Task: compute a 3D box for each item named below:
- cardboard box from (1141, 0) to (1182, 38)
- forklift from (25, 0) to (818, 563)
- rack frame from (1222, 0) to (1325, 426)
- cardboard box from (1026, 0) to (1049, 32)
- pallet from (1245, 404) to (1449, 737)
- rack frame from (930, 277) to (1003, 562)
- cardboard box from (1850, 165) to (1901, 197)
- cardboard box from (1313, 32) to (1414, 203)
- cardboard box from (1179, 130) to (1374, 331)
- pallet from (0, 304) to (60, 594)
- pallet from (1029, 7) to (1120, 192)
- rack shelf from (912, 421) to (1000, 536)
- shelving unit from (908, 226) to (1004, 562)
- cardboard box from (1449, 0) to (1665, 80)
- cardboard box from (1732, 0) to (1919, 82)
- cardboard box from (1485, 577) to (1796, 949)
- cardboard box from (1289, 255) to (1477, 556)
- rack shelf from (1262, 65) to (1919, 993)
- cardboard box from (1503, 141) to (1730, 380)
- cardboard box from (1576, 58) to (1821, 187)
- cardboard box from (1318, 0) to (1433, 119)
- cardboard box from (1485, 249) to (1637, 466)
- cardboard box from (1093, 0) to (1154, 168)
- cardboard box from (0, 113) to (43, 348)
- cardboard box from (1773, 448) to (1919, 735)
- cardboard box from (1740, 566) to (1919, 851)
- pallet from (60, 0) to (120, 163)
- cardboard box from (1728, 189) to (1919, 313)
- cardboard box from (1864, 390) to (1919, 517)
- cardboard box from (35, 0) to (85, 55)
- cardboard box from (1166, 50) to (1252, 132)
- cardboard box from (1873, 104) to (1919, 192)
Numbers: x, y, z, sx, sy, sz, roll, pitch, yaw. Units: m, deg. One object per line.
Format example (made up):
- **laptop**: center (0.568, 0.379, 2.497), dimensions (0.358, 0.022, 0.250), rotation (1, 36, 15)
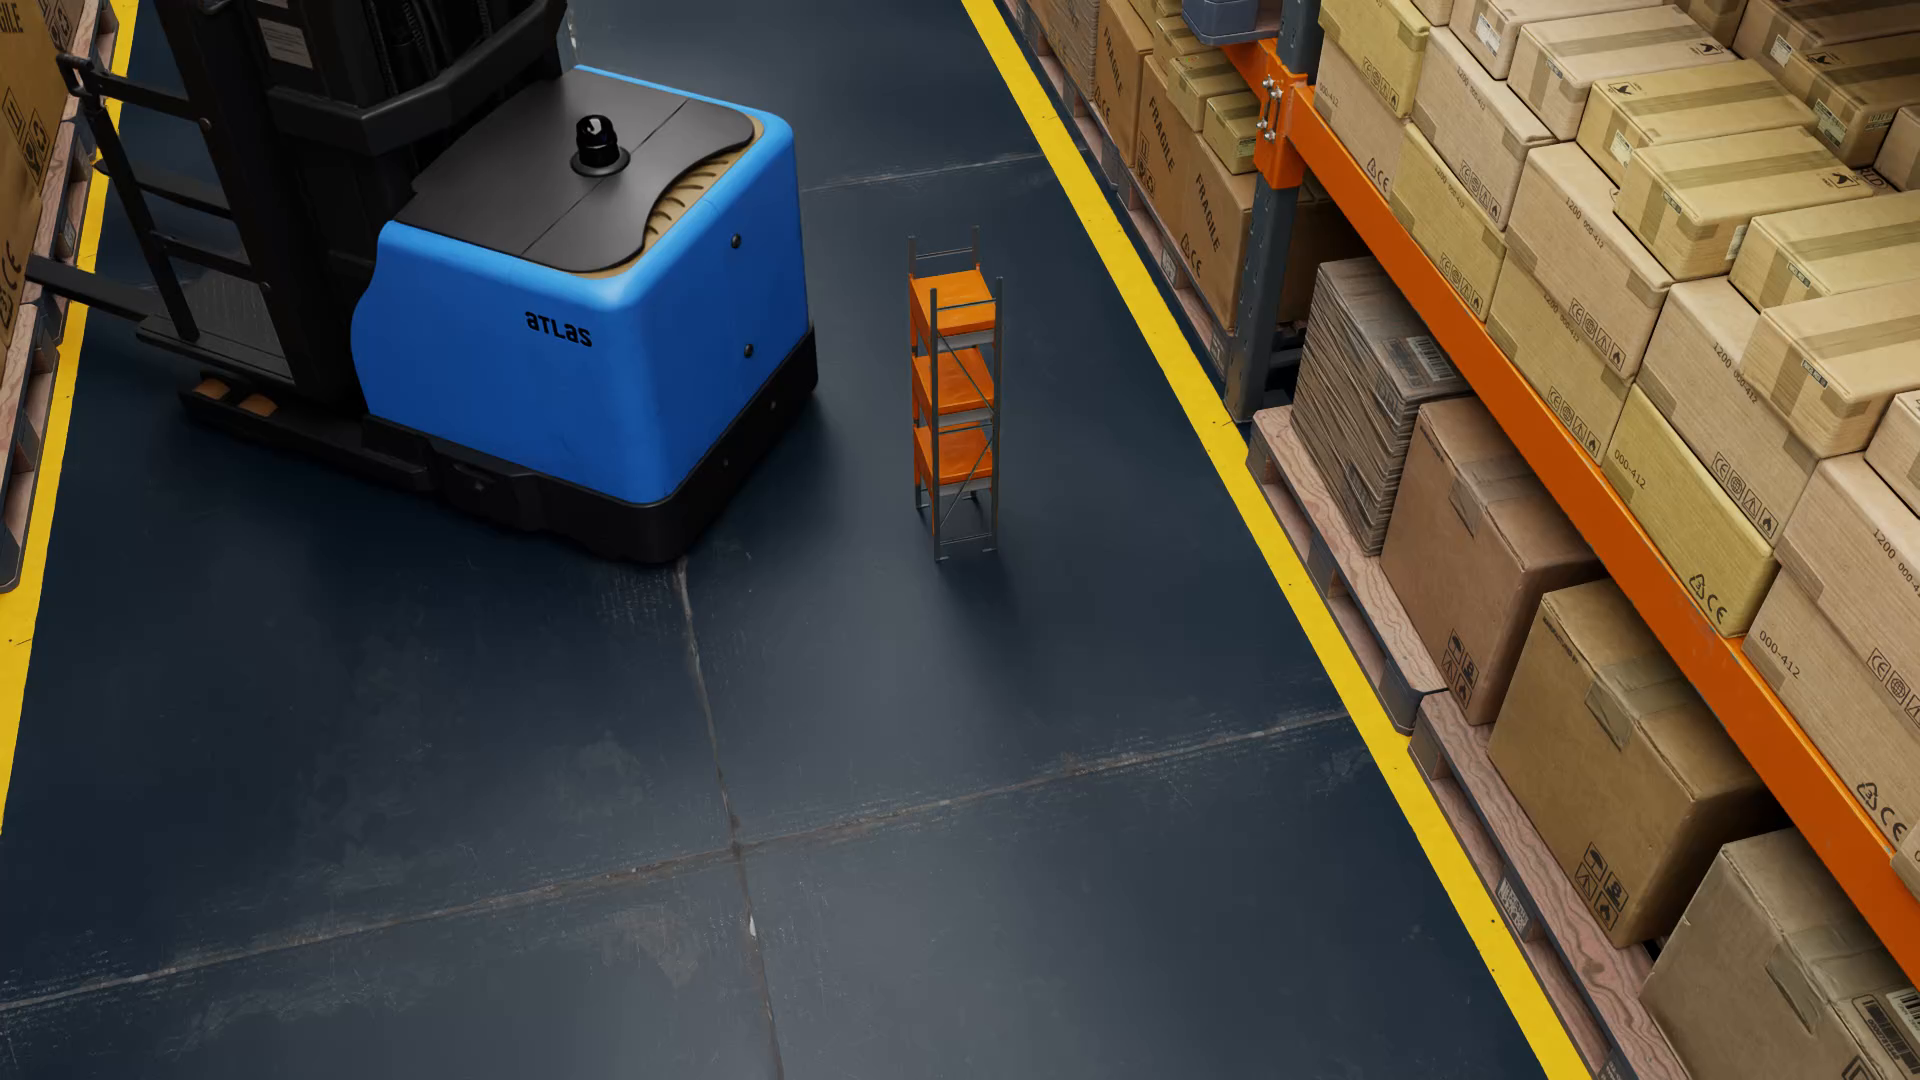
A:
- **cardboard box**: center (0.882, -1.926, 6.039), dimensions (0.380, 0.149, 0.250), rotation (-9, 46, -9)
- **forklift**: center (-2.045, -1.671, 4.835), dimensions (3.031, 2.935, 1.130), rotation (18, 48, 17)
- **rack frame**: center (1.401, -1.569, 4.687), dimensions (1.000, 3.000, 0.127), rotation (-11, 47, -10)
- **cardboard box**: center (0.553, -2.516, 7.072), dimensions (0.500, 0.500, 0.500), rotation (-12, 47, -11)
- **pallet**: center (1.574, -0.017, 5.119), dimensions (1.003, 0.211, 1.213), rotation (-11, 47, -10)
- **rack frame**: center (0.017, -0.320, 4.829), dimensions (0.200, 1.050, 0.008), rotation (-11, 47, -10)
- **cardboard box**: center (2.043, -0.733, 3.623), dimensions (0.500, 0.250, 0.500), rotation (-11, 47, -11)
- **cardboard box**: center (1.278, -1.165, 4.397), dimensions (0.500, 0.250, 0.500), rotation (-11, 47, -10)
- **cardboard box**: center (1.085, -1.094, 5.678), dimensions (0.500, 0.500, 0.500), rotation (-9, 46, -9)
- **pallet**: center (-3.525, -0.241, 5.338), dimensions (1.003, 0.211, 1.213), rotation (-11, 47, -10)
- **pallet**: center (0.938, -1.956, 7.019), dimensions (1.003, 0.211, 1.213), rotation (-11, 47, -10)
- **rack shelf**: center (-0.014, -0.202, 5.117), dimensions (0.215, 0.259, 0.240), rotation (-11, 47, -10)
- **shelving unit**: center (-0.014, -0.404, 4.911), dimensions (0.215, 1.050, 0.252), rotation (-11, 47, -10)
- **cardboard box**: center (1.358, -1.200, 3.802), dimensions (0.380, 0.149, 0.250), rotation (-10, 46, -9)
- **cardboard box**: center (1.993, -1.137, 3.739), dimensions (0.380, 0.149, 0.250), rotation (-12, 47, -11)
- **cardboard box**: center (1.895, 0.463, 4.065), dimensions (0.875, 0.625, 0.625), rotation (-12, 47, -12)
- **cardboard box**: center (1.548, -0.452, 4.961), dimensions (0.875, 0.625, 0.625), rotation (-9, 46, -9)
- **rack shelf**: center (1.913, 0.064, 3.591), dimensions (1.077, 0.370, 4.000), rotation (-11, 47, -10)
- **cardboard box**: center (1.522, -0.630, 3.522), dimensions (0.500, 0.250, 0.500), rotation (-12, 47, -11)
- **cardboard box**: center (1.530, -0.854, 3.463), dimensions (0.380, 0.149, 0.250), rotation (-10, 46, -10)
- **cardboard box**: center (1.254, -1.336, 4.214), dimensions (0.500, 0.250, 0.500), rotation (-11, 47, -10)
- **cardboard box**: center (1.541, -0.463, 3.708), dimensions (0.500, 0.250, 0.500), rotation (-12, 47, -12)
- **cardboard box**: center (0.830, -1.802, 6.372), dimensions (0.500, 0.500, 0.500), rotation (-9, 46, -9)
- **cardboard box**: center (-3.717, -1.171, 5.491), dimensions (0.875, 0.875, 0.875), rotation (-10, 46, -10)
- **cardboard box**: center (1.788, 0.070, 2.836), dimensions (0.500, 0.250, 0.500), rotation (-10, 46, -10)
- **cardboard box**: center (1.812, 0.251, 3.009), dimensions (0.500, 0.250, 0.500), rotation (-10, 47, -10)
- **pallet**: center (-4.150, -1.926, 6.989), dimensions (1.003, 0.211, 1.213), rotation (-11, 47, -10)
- **cardboard box**: center (1.699, -0.506, 3.122), dimensions (0.380, 0.149, 0.250), rotation (-11, 47, -10)
- **cardboard box**: center (1.767, -0.141, 2.764), dimensions (0.380, 0.149, 0.250), rotation (-10, 46, -10)
- **cardboard box**: center (-4.184, -2.410, 6.706), dimensions (0.875, 0.875, 0.875), rotation (-9, 46, -9)
- **cardboard box**: center (0.930, -1.546, 5.666), dimensions (0.380, 0.149, 0.250), rotation (-13, 47, -12)
- **cardboard box**: center (2.129, -0.785, 3.395), dimensions (0.380, 0.149, 0.250), rotation (-11, 47, -11)
